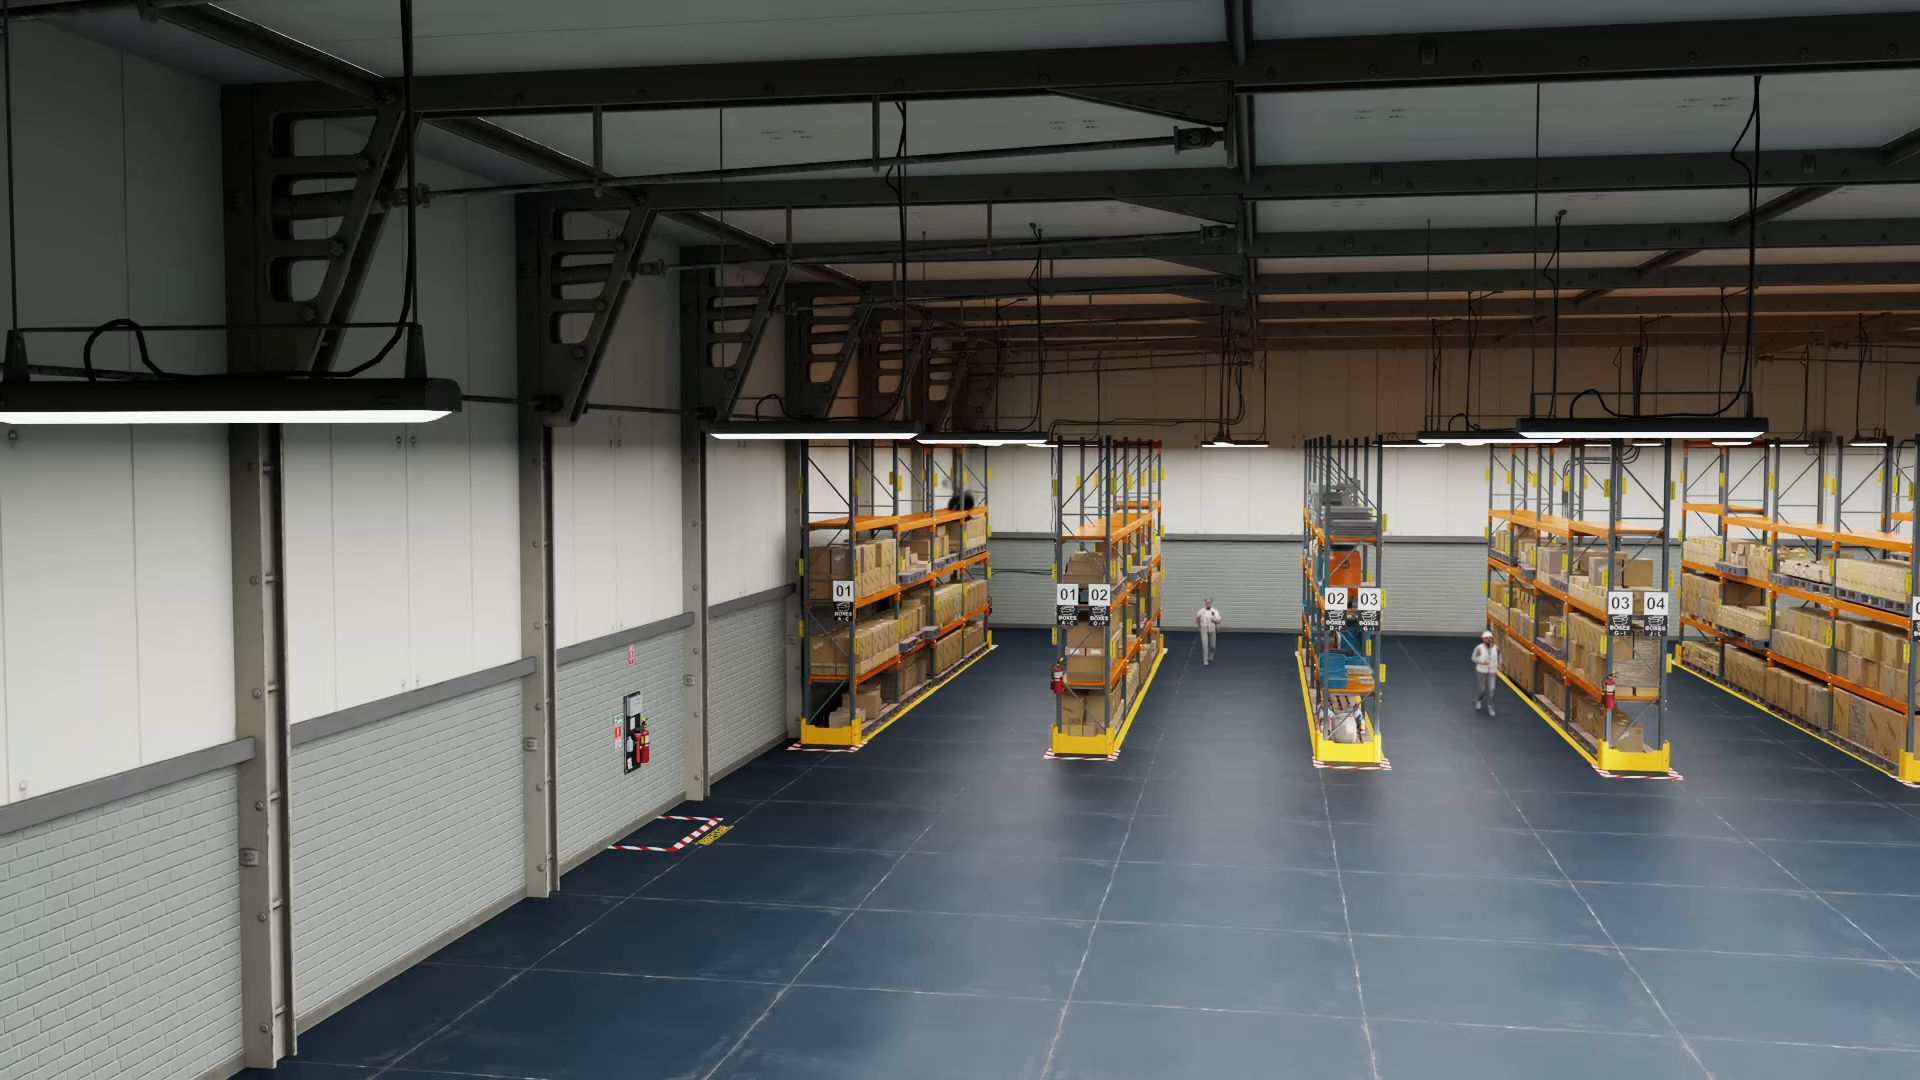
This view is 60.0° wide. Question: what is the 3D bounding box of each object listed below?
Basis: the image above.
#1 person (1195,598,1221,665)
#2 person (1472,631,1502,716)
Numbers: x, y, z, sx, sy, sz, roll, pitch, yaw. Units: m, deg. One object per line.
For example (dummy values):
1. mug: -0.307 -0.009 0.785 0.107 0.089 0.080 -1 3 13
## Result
1. person: 6.639 2.426 44.500 0.673 1.750 0.953 0 3 7
2. person: 11.456 2.877 36.157 0.675 1.803 0.851 0 3 4
